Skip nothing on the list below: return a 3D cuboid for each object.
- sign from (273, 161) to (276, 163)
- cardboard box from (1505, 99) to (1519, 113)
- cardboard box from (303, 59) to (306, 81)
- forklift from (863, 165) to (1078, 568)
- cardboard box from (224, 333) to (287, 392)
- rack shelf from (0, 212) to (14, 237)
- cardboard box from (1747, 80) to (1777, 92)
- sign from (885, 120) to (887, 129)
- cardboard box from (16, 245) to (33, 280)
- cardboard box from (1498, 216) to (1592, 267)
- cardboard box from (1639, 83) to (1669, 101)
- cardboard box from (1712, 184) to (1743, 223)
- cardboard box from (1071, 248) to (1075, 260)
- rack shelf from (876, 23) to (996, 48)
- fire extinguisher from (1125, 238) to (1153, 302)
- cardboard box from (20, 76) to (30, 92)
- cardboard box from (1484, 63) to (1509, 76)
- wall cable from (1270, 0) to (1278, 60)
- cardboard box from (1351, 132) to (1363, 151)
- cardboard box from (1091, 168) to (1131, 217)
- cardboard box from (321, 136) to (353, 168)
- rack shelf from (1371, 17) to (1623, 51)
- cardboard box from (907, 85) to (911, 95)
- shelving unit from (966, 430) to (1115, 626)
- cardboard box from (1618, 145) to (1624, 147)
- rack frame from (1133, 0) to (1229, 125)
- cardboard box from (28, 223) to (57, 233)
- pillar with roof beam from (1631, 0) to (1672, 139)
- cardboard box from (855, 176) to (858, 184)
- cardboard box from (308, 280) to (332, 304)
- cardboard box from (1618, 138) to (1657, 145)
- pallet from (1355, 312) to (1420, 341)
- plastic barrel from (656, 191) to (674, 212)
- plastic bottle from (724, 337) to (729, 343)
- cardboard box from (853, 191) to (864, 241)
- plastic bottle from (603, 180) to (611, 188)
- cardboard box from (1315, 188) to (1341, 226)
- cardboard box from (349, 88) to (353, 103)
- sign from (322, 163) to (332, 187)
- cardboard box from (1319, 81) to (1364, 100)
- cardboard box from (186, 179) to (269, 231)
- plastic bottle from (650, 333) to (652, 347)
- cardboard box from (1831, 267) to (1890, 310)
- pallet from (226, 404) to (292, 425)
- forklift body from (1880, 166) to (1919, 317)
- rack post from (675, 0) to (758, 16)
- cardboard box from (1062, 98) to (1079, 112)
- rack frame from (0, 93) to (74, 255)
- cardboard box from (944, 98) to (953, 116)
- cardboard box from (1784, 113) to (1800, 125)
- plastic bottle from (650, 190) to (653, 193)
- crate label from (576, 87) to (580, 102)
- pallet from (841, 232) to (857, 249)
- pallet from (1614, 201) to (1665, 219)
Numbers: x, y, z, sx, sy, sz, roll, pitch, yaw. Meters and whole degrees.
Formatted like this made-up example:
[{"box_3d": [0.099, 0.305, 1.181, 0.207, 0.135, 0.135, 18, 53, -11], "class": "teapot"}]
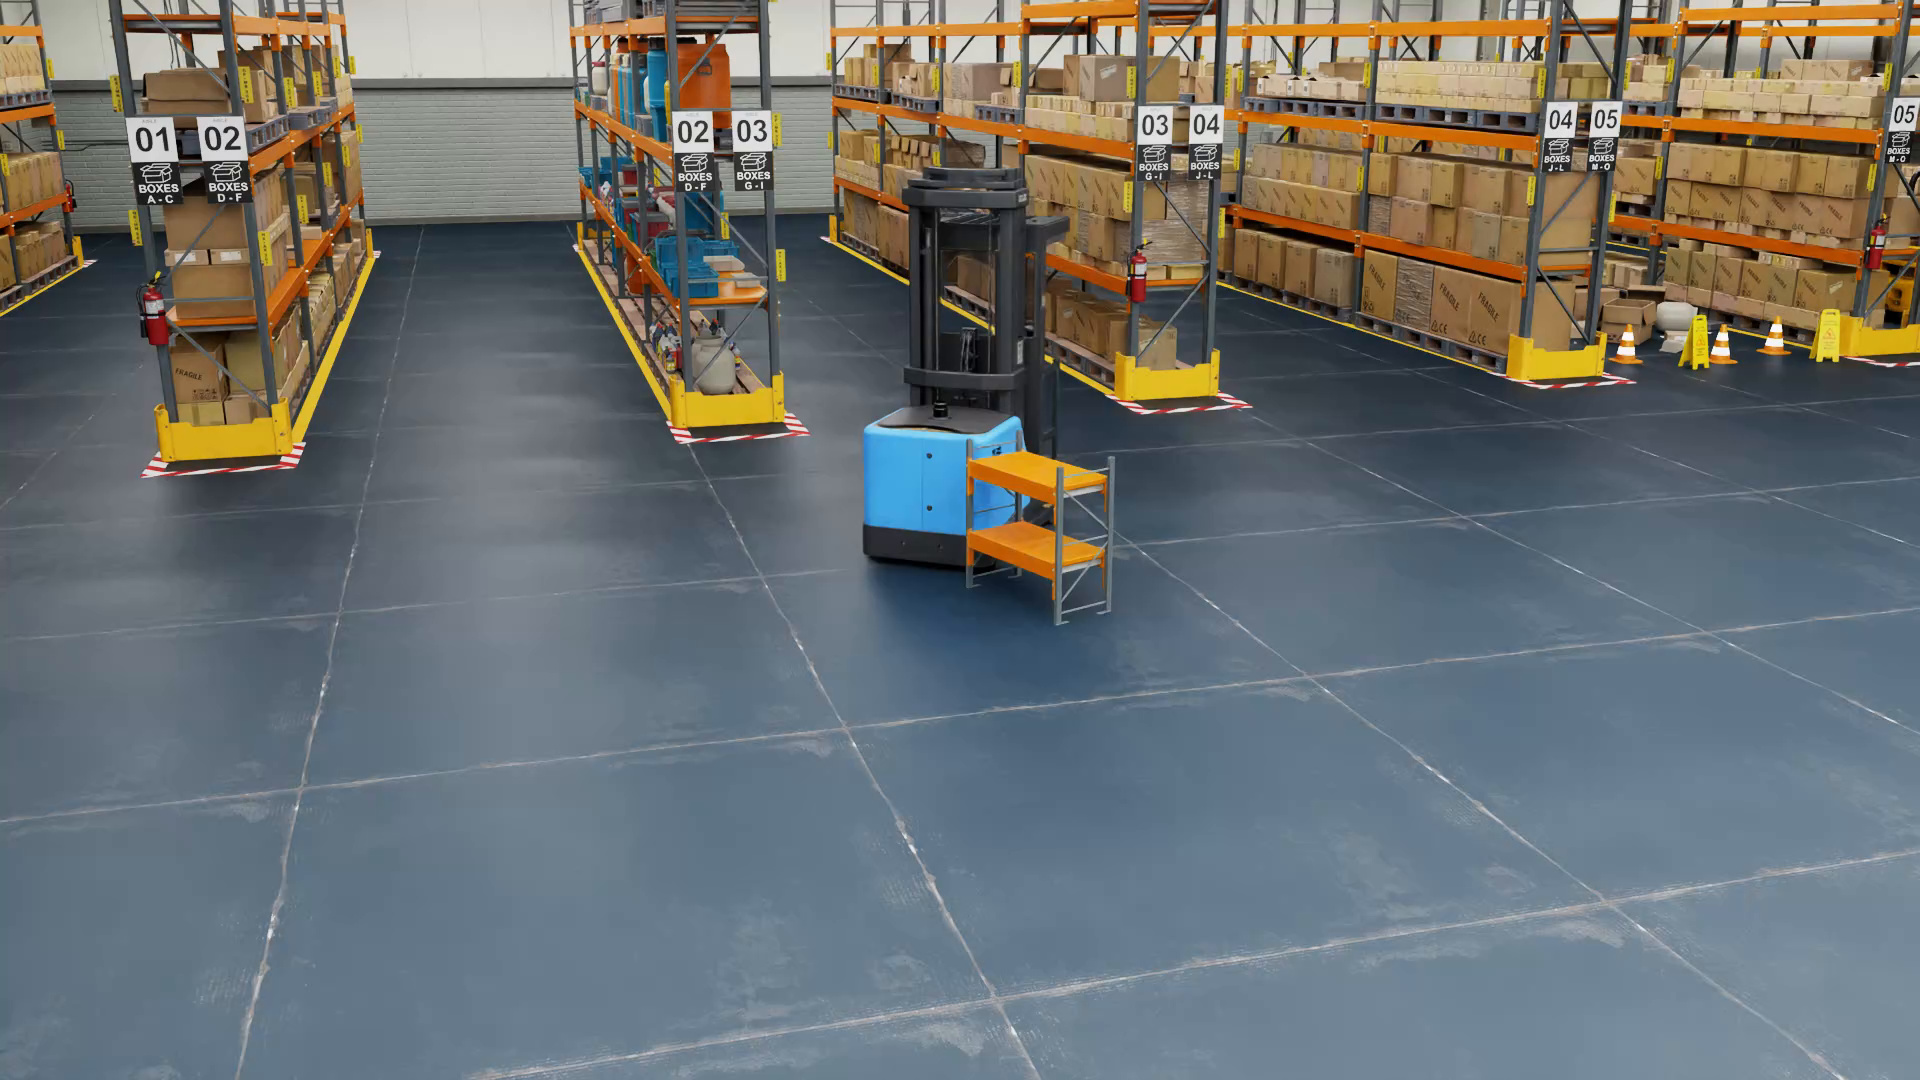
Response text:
[{"box_3d": [-10.973, -5.973, 26.617, 0.100, 0.325, 0.005, -5, 17, -15], "class": "sign"}, {"box_3d": [6.681, -5.130, 19.636, 0.380, 0.149, 0.250, -5, 17, -15], "class": "cardboard box"}, {"box_3d": [-10.017, -6.823, 24.660, 0.600, 0.600, 0.600, -5, 18, -17], "class": "cardboard box"}, {"box_3d": [0.240, -1.579, 13.614, 1.130, 2.935, 3.031, 6, 18, 19], "class": "forklift"}, {"box_3d": [-7.229, -1.831, 17.081, 0.500, 0.500, 0.500, -5, 17, -15], "class": "cardboard box"}, {"box_3d": [-14.666, -4.313, 23.846, 1.077, 0.370, 4.000, -5, 17, -15], "class": "rack shelf"}, {"box_3d": [10.982, -6.185, 22.666, 0.380, 0.149, 0.250, -5, 17, -16], "class": "cardboard box"}, {"box_3d": [-1.501, -8.199, 33.108, 0.100, 0.325, 0.005, -5, 17, -15], "class": "sign"}, {"box_3d": [-15.323, -4.429, 26.599, 0.700, 0.500, 0.500, -4, 17, -15], "class": "cardboard box"}, {"box_3d": [7.021, -3.601, 19.965, 0.875, 0.550, 0.550, -5, 17, -15], "class": "cardboard box"}, {"box_3d": [10.499, -6.672, 24.766, 0.500, 0.250, 0.500, -5, 17, -16], "class": "cardboard box"}, {"box_3d": [10.938, -4.726, 23.279, 0.500, 0.500, 0.500, -5, 17, -16], "class": "cardboard box"}, {"box_3d": [1.578, -3.489, 20.291, 0.380, 0.149, 0.250, -5, 17, -15], "class": "cardboard box"}, {"box_3d": [-0.378, -8.169, 26.951, 1.077, 0.370, 4.000, -5, 17, -15], "class": "rack shelf"}, {"box_3d": [1.958, -2.961, 18.229, 0.296, 0.674, 0.183, -5, 17, -15], "class": "fire extinguisher"}, {"box_3d": [-15.567, -7.462, 27.221, 0.500, 0.250, 0.500, -5, 18, -17], "class": "cardboard box"}, {"box_3d": [6.538, -5.655, 19.998, 0.380, 0.149, 0.250, -4, 17, -14], "class": "cardboard box"}, {"box_3d": [9.080, -12.986, 40.976, 2.988, 3.039, 0.133, -5, 17, -15], "class": "wall cable"}, {"box_3d": [8.074, -7.945, 32.776, 0.500, 0.500, 0.500, -5, 17, -16], "class": "cardboard box"}, {"box_3d": [1.838, -4.006, 19.144, 0.500, 0.500, 0.500, -5, 17, -15], "class": "cardboard box"}, {"box_3d": [-10.596, -6.567, 28.189, 0.500, 0.500, 0.500, -5, 17, -17], "class": "cardboard box"}, {"box_3d": [6.617, -6.320, 20.797, 1.077, 0.370, 4.000, -5, 17, -15], "class": "rack shelf"}, {"box_3d": [-0.663, -7.479, 27.629, 0.380, 0.149, 0.250, -5, 18, -18], "class": "cardboard box"}, {"box_3d": [0.555, -0.110, 11.862, 0.538, 1.125, 1.048, -12, 20, -35], "class": "shelving unit"}, {"box_3d": [10.155, -6.031, 25.769, 0.380, 0.149, 0.250, -5, 18, -18], "class": "cardboard box"}, {"box_3d": [2.370, -5.939, 17.582, 1.000, 3.000, 0.127, -5, 17, -15], "class": "rack frame"}, {"box_3d": [-15.745, -5.354, 28.549, 0.380, 0.149, 0.250, -4, 17, -14], "class": "cardboard box"}, {"box_3d": [9.908, -10.359, 32.295, 9.100, 9.000, 0.400, -5, 17, -15], "class": "pillar with roof beam"}, {"box_3d": [-1.749, -6.749, 31.144, 0.380, 0.149, 0.250, -4, 17, -14], "class": "cardboard box"}, {"box_3d": [-8.825, -3.381, 22.568, 0.500, 0.311, 0.500, -5, 17, -16], "class": "cardboard box"}, {"box_3d": [13.290, -7.660, 32.834, 0.700, 0.500, 0.500, -4, 17, -14], "class": "cardboard box"}, {"box_3d": [6.201, -2.985, 23.021, 1.003, 0.211, 1.213, -5, 17, -15], "class": "pallet"}, {"box_3d": [-4.103, -4.673, 23.601, 0.421, 0.512, 0.421, 0, 17, 0], "class": "plastic barrel"}, {"box_3d": [-2.768, -2.283, 19.816, 0.097, 0.271, 0.097, 0, 17, 0], "class": "plastic bottle"}, {"box_3d": [-1.524, -6.253, 32.017, 0.875, 0.875, 0.875, -5, 17, -15], "class": "cardboard box"}, {"box_3d": [-5.894, -5.836, 27.752, 0.144, 0.351, 0.185, -5, 17, -15], "class": "plastic bottle"}, {"box_3d": [5.528, -4.847, 24.202, 0.500, 0.500, 0.500, -5, 17, -16], "class": "cardboard box"}, {"box_3d": [-11.158, -7.953, 29.761, 0.500, 0.250, 0.500, -5, 17, -15], "class": "cardboard box"}, {"box_3d": [-8.822, -5.096, 23.190, 0.100, 0.325, 0.005, -5, 17, -15], "class": "sign"}, {"box_3d": [5.517, -6.474, 23.935, 0.500, 0.250, 0.500, -5, 17, -16], "class": "cardboard box"}, {"box_3d": [-7.713, -3.521, 17.530, 0.700, 0.500, 0.500, -5, 17, -15], "class": "cardboard box"}, {"box_3d": [-3.798, -2.500, 20.662, 0.097, 0.201, 0.097, 0, 17, 0], "class": "plastic bottle"}, {"box_3d": [11.936, -3.344, 22.118, 0.500, 0.500, 0.500, -5, 18, -17], "class": "cardboard box"}, {"box_3d": [-7.406, -1.157, 16.935, 1.003, 0.211, 1.213, -5, 17, -15], "class": "pallet"}, {"box_3d": [14.395, -4.217, 23.751, 2.313, 2.155, 1.214, -5, 17, -15], "class": "forklift body"}, {"box_3d": [-2.478, -5.527, 17.080, 0.937, 0.300, 0.954, -3, 17, -9], "class": "rack post"}, {"box_3d": [1.458, -5.256, 20.090, 0.380, 0.149, 0.250, -5, 17, -16], "class": "cardboard box"}, {"box_3d": [-16.315, -6.317, 29.267, 1.000, 3.000, 0.127, -5, 17, -15], "class": "rack frame"}, {"box_3d": [0.056, -6.493, 24.902, 0.500, 0.250, 0.500, -4, 17, -14], "class": "cardboard box"}, {"box_3d": [11.206, -5.599, 22.099, 0.380, 0.149, 0.250, -5, 17, -17], "class": "cardboard box"}, {"box_3d": [-4.931, -5.509, 26.793, 0.152, 0.276, 0.135, -5, 17, -15], "class": "plastic bottle"}, {"box_3d": [-6.846, -8.185, 30.530, 0.408, 0.251, 0.502, -5, 17, -15], "class": "crate label"}, {"box_3d": [-1.732, -5.941, 32.864, 1.003, 0.211, 1.213, -5, 17, -15], "class": "pallet"}, {"box_3d": [10.729, -5.087, 25.506, 1.003, 0.211, 1.213, -5, 17, -15], "class": "pallet"}]
